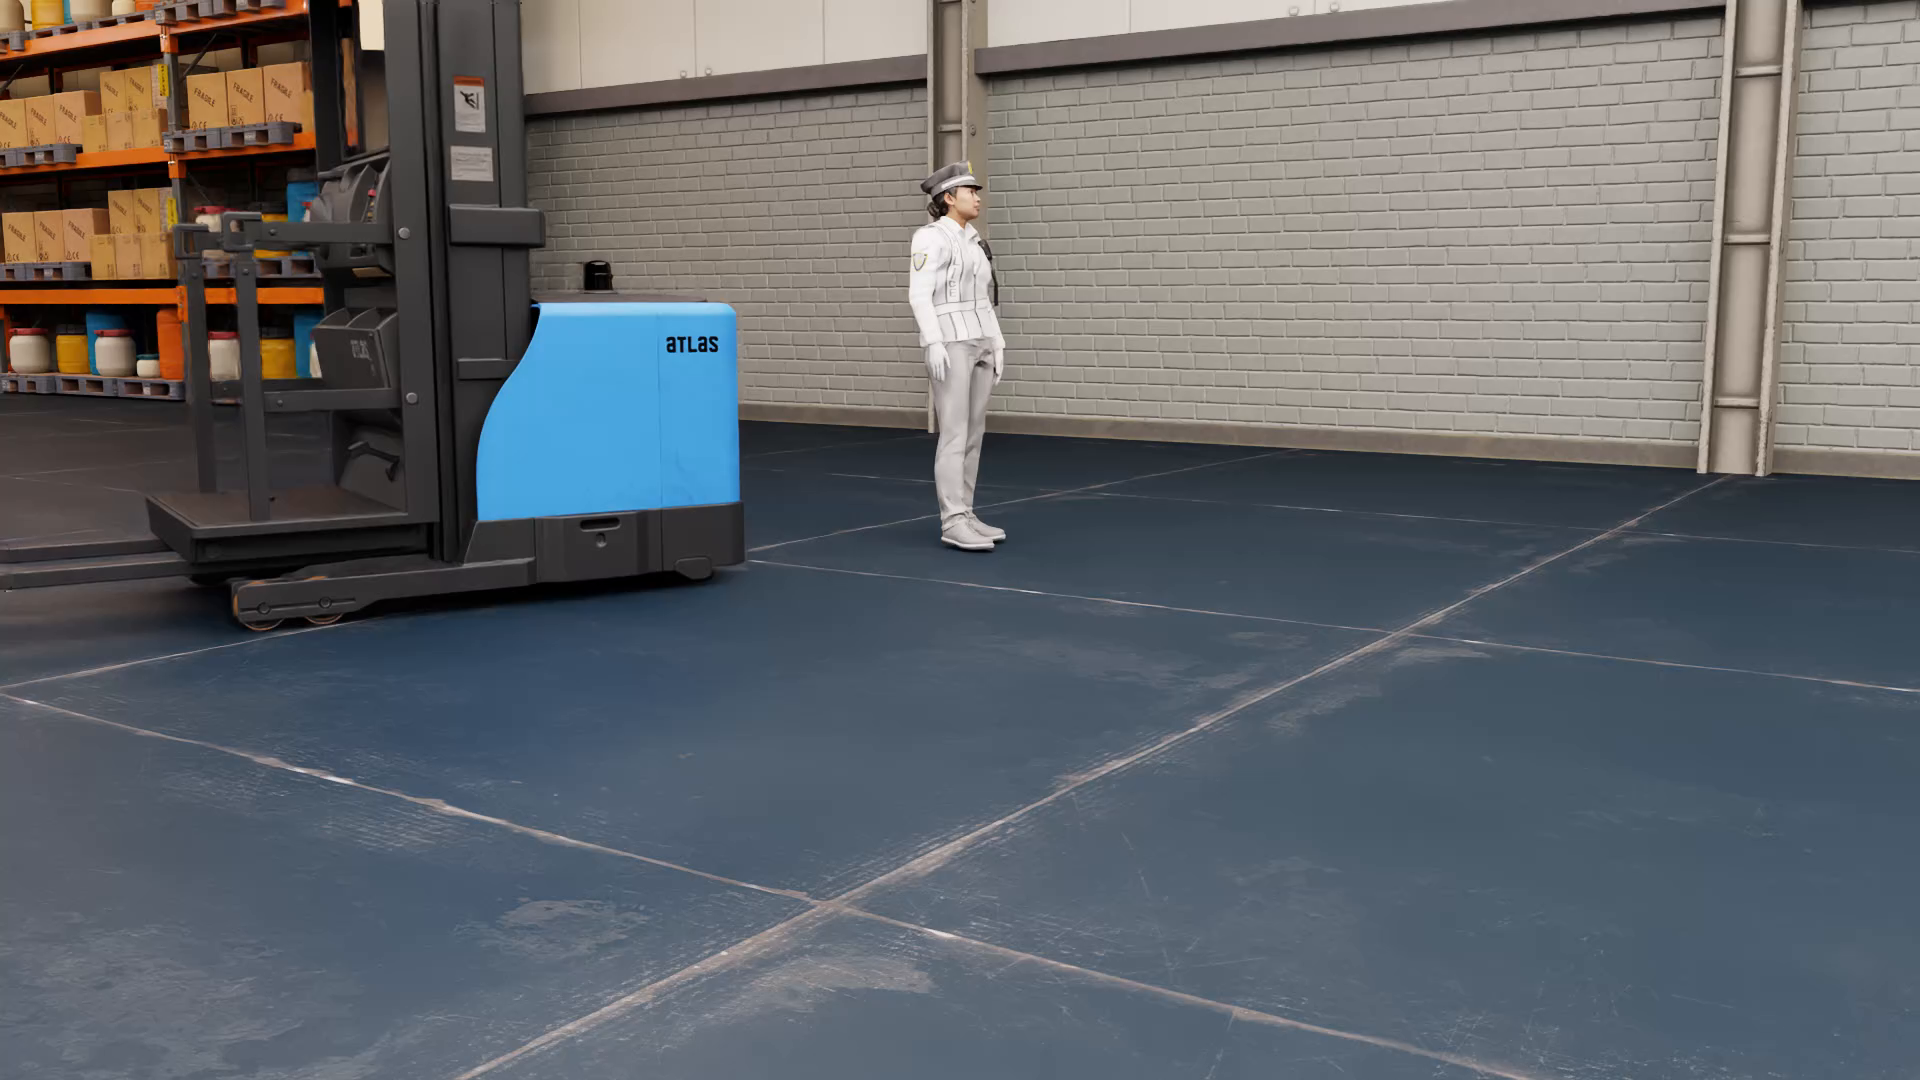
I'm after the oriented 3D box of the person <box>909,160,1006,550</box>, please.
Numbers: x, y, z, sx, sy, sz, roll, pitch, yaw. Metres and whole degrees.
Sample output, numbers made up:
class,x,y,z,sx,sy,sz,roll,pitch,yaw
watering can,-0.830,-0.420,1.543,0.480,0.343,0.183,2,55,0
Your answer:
class,x,y,z,sx,sy,sz,roll,pitch,yaw
person,0.052,-0.840,7.441,0.533,1.696,0.588,5,10,34

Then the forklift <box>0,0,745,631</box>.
class,x,y,z,sx,sy,sz,roll,pitch,yaw
forklift,-2.354,-1.235,5.875,3.031,2.935,1.130,-5,10,-33
